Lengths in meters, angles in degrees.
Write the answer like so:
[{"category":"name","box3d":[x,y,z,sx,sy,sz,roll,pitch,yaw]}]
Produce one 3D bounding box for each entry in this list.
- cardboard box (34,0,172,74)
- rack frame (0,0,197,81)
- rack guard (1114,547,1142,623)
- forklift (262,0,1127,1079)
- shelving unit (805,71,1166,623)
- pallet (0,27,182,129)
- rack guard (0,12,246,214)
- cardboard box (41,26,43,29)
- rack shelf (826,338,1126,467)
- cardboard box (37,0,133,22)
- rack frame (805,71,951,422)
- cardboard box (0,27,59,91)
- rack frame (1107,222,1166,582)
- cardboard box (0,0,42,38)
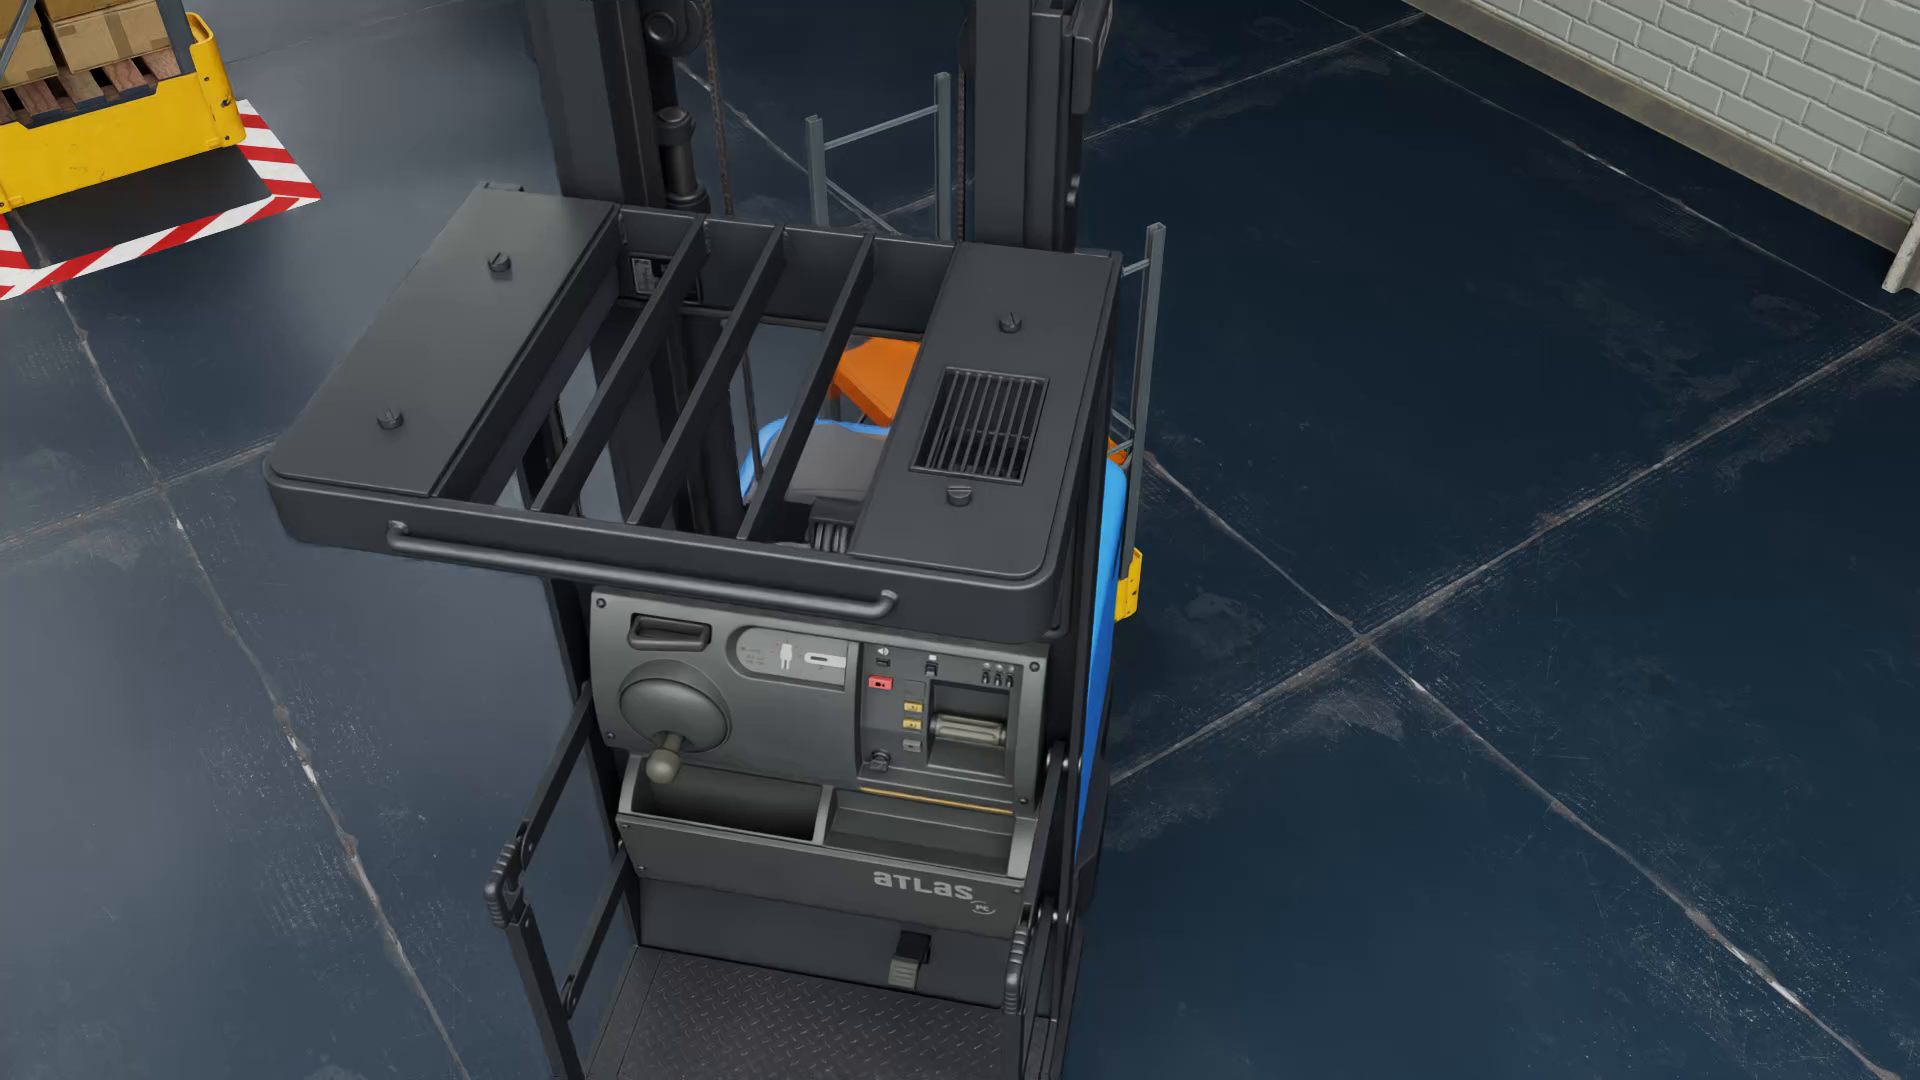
[{"category":"cardboard box","box3d":[-4.051,-2.483,7.866,0.500,0.250,0.500,-26,49,-25]},{"category":"rack frame","box3d":[-3.816,-2.760,6.468,1.000,3.000,0.127,-26,49,-24]},{"category":"rack guard","box3d":[0.329,0.235,5.323,0.587,0.250,0.087,-26,49,-24]},{"category":"forklift","box3d":[-0.332,0.422,3.185,1.130,2.935,3.031,8,44,8]},{"category":"shelving unit","box3d":[0.044,-0.499,5.187,0.587,1.500,1.083,-26,49,-24]},{"category":"pallet","box3d":[-4.295,-2.268,7.973,1.003,0.211,1.213,-26,49,-24]},{"category":"rack guard","box3d":[-3.860,-1.898,7.377,1.175,0.500,0.348,-26,49,-24]},{"category":"cardboard box","box3d":[-4.337,-2.775,8.172,0.500,0.250,0.500,-24,49,-23]},{"category":"rack shelf","box3d":[0.049,-0.364,5.306,0.538,0.185,1.000,-26,49,-24]},{"category":"cardboard box","box3d":[-4.065,-2.767,7.621,0.500,0.500,0.500,-27,50,-26]},{"category":"rack frame","box3d":[-0.242,-0.782,5.483,0.500,1.500,0.032,-26,49,-24]},{"category":"cardboard box","box3d":[-4.513,-2.282,7.655,0.500,0.250,0.500,-26,49,-25]},{"category":"rack frame","box3d":[0.340,-0.206,4.880,0.500,1.500,0.032,-26,49,-24]},{"category":"cardboard box","box3d":[-4.488,-2.539,7.381,0.500,0.500,0.500,-25,49,-24]}]
